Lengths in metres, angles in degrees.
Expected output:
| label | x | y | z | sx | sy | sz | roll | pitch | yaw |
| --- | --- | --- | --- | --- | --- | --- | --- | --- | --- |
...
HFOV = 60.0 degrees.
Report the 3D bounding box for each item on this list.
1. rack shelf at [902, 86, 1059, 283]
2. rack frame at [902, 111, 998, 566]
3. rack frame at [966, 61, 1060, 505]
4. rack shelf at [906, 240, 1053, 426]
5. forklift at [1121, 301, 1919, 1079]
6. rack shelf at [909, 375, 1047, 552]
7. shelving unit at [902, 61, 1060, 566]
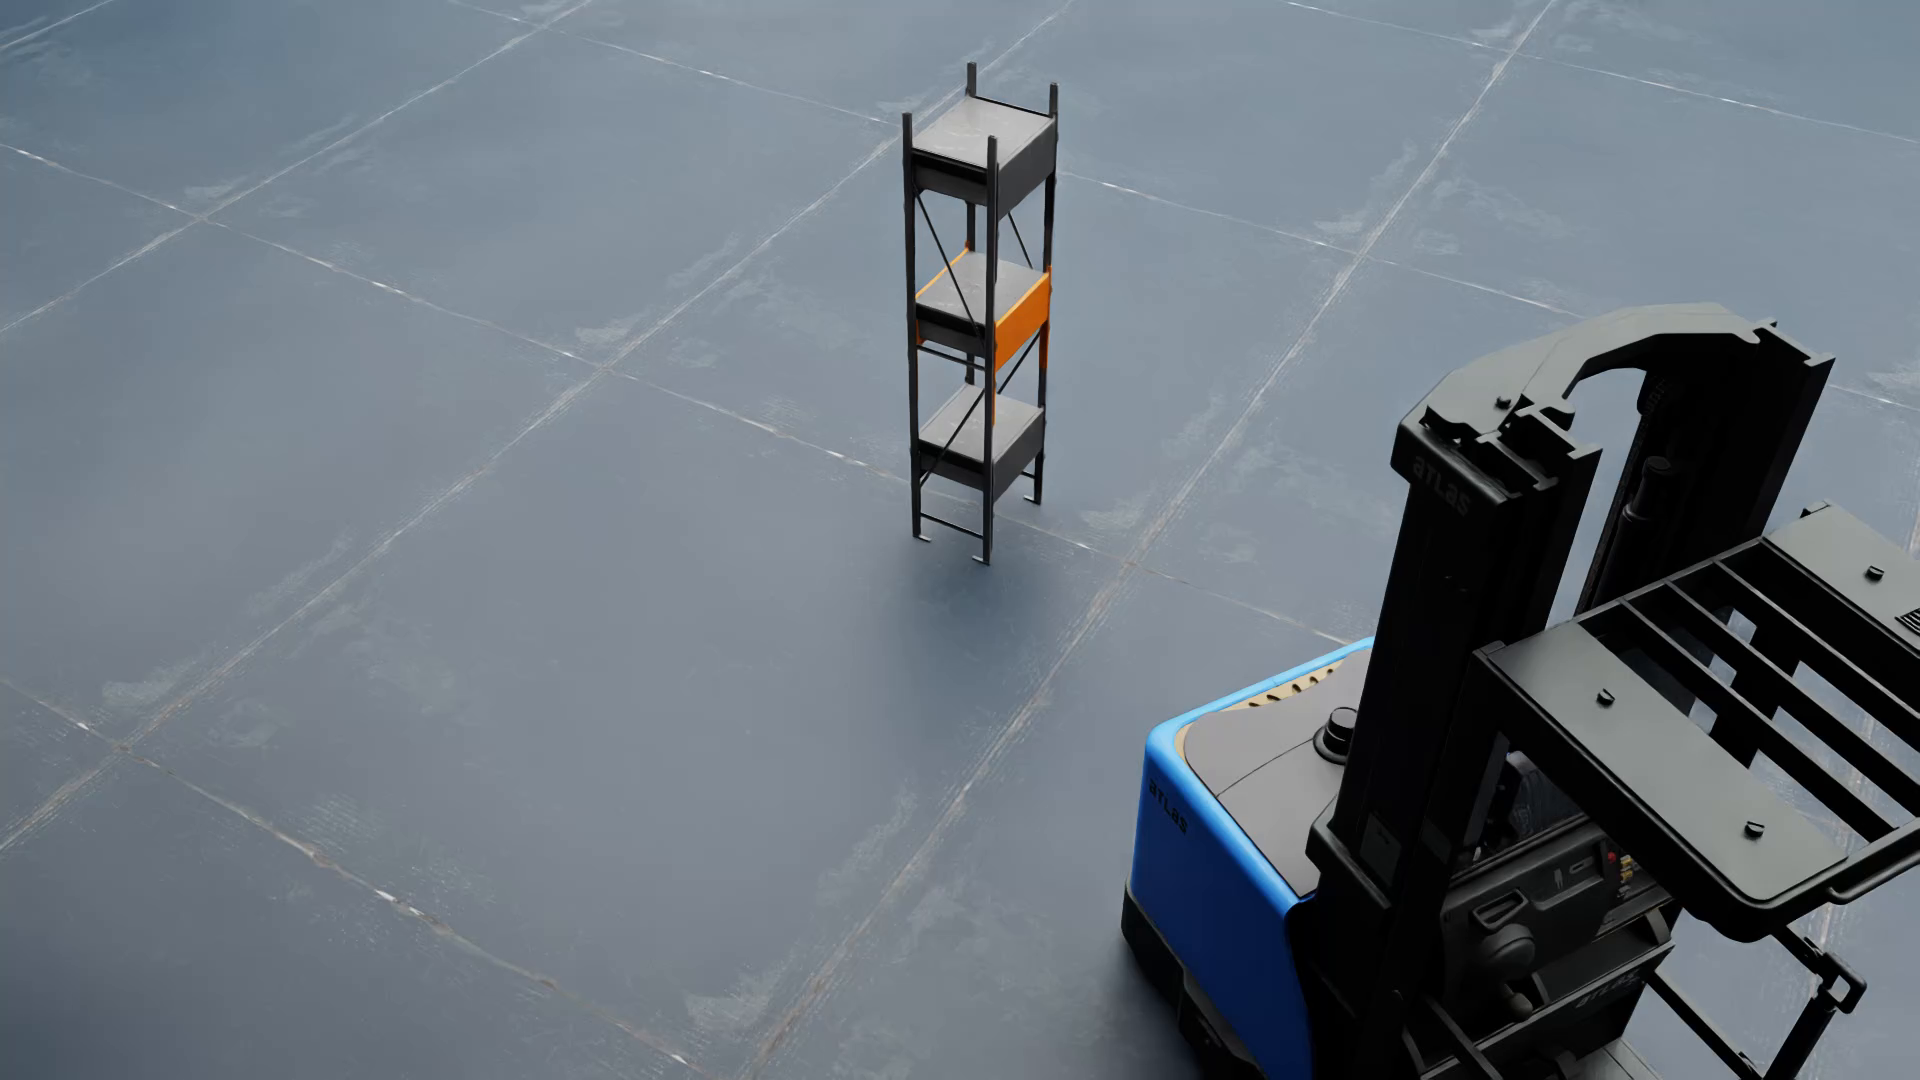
| label | x | y | z | sx | sy | sz | roll | pitch | yaw |
| --- | --- | --- | --- | --- | --- | --- | --- | --- | --- |
| rack shelf | 0.083 | -1.398 | 6.526 | 0.431 | 0.518 | 0.480 | 21 | 45 | 22 |
| rack frame | -0.039 | -0.743 | 6.821 | 0.400 | 2.100 | 0.015 | 21 | 45 | 22 |
| rack frame | 0.205 | -1.022 | 7.138 | 0.400 | 2.100 | 0.015 | 21 | 45 | 22 |
| rack shelf | 0.083 | -0.872 | 6.988 | 0.431 | 0.518 | 0.480 | 21 | 45 | 22 |
| forklift | 1.710 | 1.017 | 4.193 | 1.130 | 2.935 | 3.031 | -19 | 45 | -21 |
| rack shelf | 0.083 | -0.347 | 7.451 | 0.431 | 0.518 | 0.480 | 21 | 45 | 22 |
| shelving unit | 0.083 | -0.883 | 6.979 | 0.431 | 2.100 | 0.503 | 21 | 45 | 22 |
